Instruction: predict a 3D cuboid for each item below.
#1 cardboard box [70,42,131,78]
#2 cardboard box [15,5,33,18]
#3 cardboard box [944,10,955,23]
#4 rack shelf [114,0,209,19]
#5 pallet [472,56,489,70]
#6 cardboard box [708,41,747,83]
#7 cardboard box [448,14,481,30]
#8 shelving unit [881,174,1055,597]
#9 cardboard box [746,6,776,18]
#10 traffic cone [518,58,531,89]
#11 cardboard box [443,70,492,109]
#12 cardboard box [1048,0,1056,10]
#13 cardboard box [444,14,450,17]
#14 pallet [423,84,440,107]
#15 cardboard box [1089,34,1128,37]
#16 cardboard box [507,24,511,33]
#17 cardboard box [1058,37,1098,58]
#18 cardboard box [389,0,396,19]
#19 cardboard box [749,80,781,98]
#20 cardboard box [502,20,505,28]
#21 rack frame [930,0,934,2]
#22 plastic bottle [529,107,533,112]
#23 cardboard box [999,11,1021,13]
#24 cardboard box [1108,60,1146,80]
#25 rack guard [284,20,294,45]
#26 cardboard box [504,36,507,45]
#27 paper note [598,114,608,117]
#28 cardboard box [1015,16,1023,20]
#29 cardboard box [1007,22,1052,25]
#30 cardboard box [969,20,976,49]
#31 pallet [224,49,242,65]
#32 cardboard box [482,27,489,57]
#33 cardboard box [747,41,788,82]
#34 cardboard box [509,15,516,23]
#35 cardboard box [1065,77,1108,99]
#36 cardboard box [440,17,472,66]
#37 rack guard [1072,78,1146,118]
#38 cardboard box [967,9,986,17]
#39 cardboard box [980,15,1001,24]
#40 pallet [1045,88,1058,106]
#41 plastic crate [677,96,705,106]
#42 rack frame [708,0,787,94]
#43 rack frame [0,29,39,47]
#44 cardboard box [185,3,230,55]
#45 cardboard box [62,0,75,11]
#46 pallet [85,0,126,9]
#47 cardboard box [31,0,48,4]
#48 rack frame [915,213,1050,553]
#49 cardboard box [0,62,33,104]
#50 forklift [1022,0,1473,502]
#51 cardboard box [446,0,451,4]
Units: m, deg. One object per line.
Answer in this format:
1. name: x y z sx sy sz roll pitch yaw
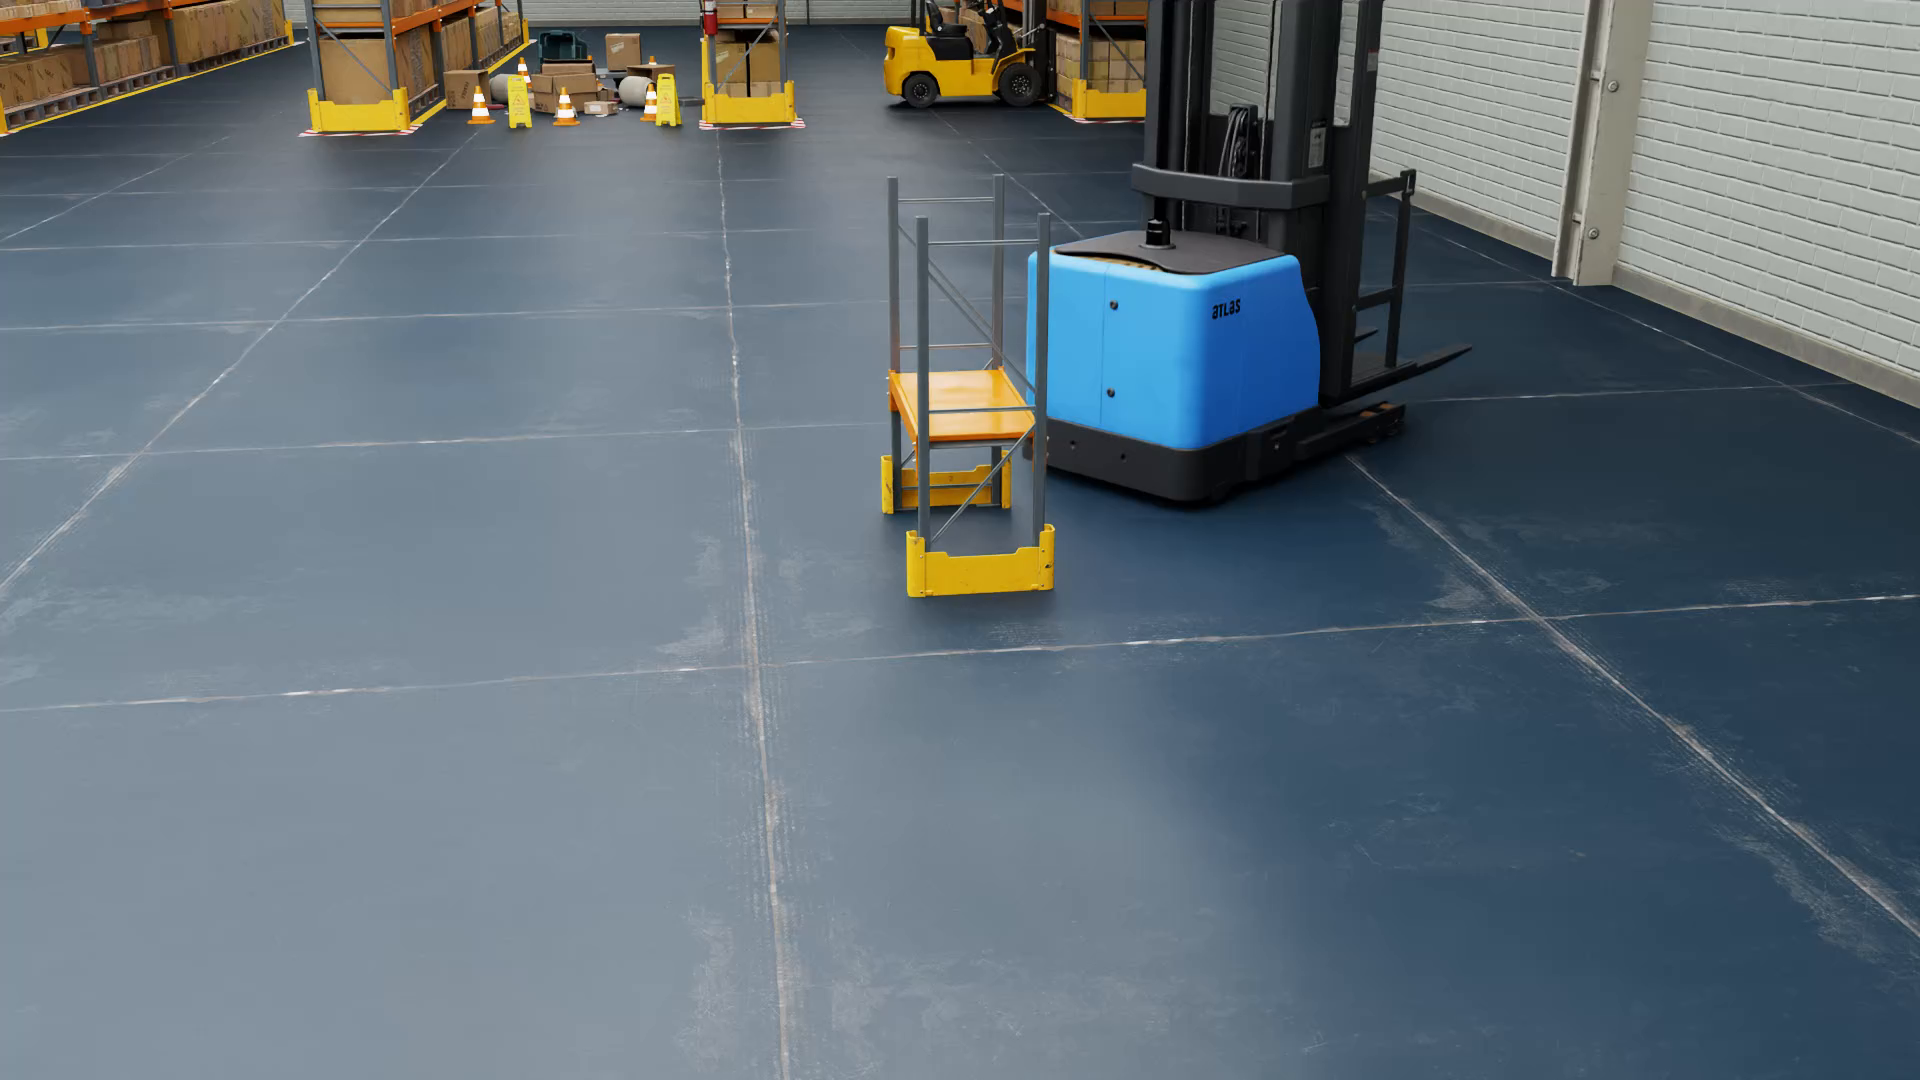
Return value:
1. cardboard box: -13.364 -7.459 25.843 0.700 0.500 0.500 -5 21 -12
2. cardboard box: -12.514 -6.982 21.983 0.380 0.149 0.250 -3 21 -8
3. cardboard box: 0.052 -10.908 35.107 0.700 0.500 0.500 -4 21 -10
4. rack shelf: -14.030 -9.591 29.635 1.077 0.370 4.000 -3 21 -8
5. pallet: -8.930 -8.415 29.444 1.003 0.211 1.213 -3 21 -8
6. cardboard box: -3.156 -6.489 22.561 0.500 0.500 0.500 -3 21 -7
7. cardboard box: -8.679 -9.078 29.136 0.500 0.250 0.500 -4 21 -10
8. shelving unit: 0.011 -0.676 6.883 0.587 1.500 1.083 -3 21 -8
9. cardboard box: -2.626 -6.975 21.964 0.380 0.149 0.250 -3 21 -8
10. traffic cone: -6.941 -7.417 26.414 0.336 0.463 0.334 -3 21 -8
11. cardboard box: -7.003 -6.410 23.660 0.500 0.500 0.500 1 20 2
12. cardboard box: 1.575 -7.952 24.076 0.500 0.500 0.500 -3 21 -7
13. cardboard box: -9.177 -9.051 29.063 0.500 0.250 0.500 -3 21 -9
14. pallet: -8.210 -6.492 24.296 1.003 0.211 1.213 -3 21 -8
15. cardboard box: 2.110 -7.116 23.883 0.500 0.250 0.500 -3 21 -8
16. cardboard box: -9.353 -10.424 33.887 0.380 0.149 0.250 -3 21 -8
17. cardboard box: 1.675 -6.914 23.341 0.500 0.250 0.500 -3 21 -7
18. cardboard box: -7.865 -7.066 21.634 0.875 0.550 0.550 -3 21 -8
19. cardboard box: -2.625 -6.167 22.770 0.500 0.250 0.500 -3 21 -8
20. cardboard box: -9.221 -10.203 32.871 0.380 0.149 0.250 -2 21 -5
21. rack frame: -0.177 -12.756 37.083 1.000 3.000 0.127 -3 21 -8
22. plastic bottle: -6.088 -6.033 23.281 0.133 0.061 0.283 -11 23 -26
23. cardboard box: 0.967 -10.142 32.129 0.380 0.149 0.250 -3 21 -7
24. cardboard box: 2.267 -6.533 23.035 0.500 0.250 0.500 -3 21 -7
25. rack guard: -14.898 -10.842 35.531 1.175 0.500 0.348 -3 21 -8
26. cardboard box: -9.130 -9.839 32.746 0.380 0.149 0.250 -4 21 -10
27. paper note: -4.888 -5.801 22.704 0.148 0.019 0.142 -11 23 -26
28. cardboard box: 1.209 -9.512 30.443 0.380 0.149 0.250 -2 21 -5
29. cardboard box: 1.154 -8.628 28.824 0.875 0.625 0.625 -2 21 -6
30. cardboard box: 0.469 -9.682 31.823 0.500 0.500 0.500 -4 21 -10
31. pallet: -14.133 -9.050 31.146 1.003 0.211 1.213 -3 21 -8
32. cardboard box: -8.744 -8.908 29.751 0.500 0.500 0.500 -3 21 -7
33. cardboard box: -2.629 -6.526 22.661 0.500 0.500 0.500 -4 21 -10
34. cardboard box: -9.434 -10.833 34.558 0.380 0.149 0.250 -2 21 -6
35. cardboard box: 1.749 -6.272 23.052 0.500 0.250 0.500 -3 21 -7
36. cardboard box: -8.820 -8.378 27.975 1.050 0.750 0.750 -3 21 -8
37. rack guard: 2.133 -6.037 22.666 1.175 0.500 0.348 -3 21 -8
38. cardboard box: 0.353 -10.383 32.774 0.380 0.149 0.250 -4 21 -11
39. cardboard box: 0.584 -9.567 30.590 0.380 0.149 0.250 -4 21 -11
40. pallet: 1.805 -6.595 24.571 1.003 0.211 1.213 -3 21 -8
41. plastic crate: -3.944 -6.397 24.230 0.402 0.080 0.583 -11 23 -26
42. rack frame: -2.782 -6.965 21.577 1.000 3.000 0.127 -3 21 -8
43. rack frame: -19.796 -11.755 34.402 1.000 3.000 0.127 -3 21 -8
44. cardboard box: -14.077 -9.291 30.243 1.225 0.875 0.875 -4 21 -10
45. cardboard box: -12.817 -7.586 23.598 0.380 0.149 0.250 -3 21 -8
46. pallet: -13.131 -8.032 24.709 1.003 0.211 1.213 -3 21 -8
47. cardboard box: -12.953 -7.534 22.534 0.875 0.500 0.500 -3 21 -8
48. rack frame: 0.086 -0.497 6.403 0.500 1.500 0.032 -3 21 -8
49. cardboard box: -12.854 -6.131 22.317 0.500 0.500 0.500 -1 21 -3
50. forklift: 1.677 -1.977 8.319 1.130 2.935 3.031 18 27 40
51. cardboard box: -8.125 -8.483 25.498 0.500 0.500 0.500 -3 21 -7
